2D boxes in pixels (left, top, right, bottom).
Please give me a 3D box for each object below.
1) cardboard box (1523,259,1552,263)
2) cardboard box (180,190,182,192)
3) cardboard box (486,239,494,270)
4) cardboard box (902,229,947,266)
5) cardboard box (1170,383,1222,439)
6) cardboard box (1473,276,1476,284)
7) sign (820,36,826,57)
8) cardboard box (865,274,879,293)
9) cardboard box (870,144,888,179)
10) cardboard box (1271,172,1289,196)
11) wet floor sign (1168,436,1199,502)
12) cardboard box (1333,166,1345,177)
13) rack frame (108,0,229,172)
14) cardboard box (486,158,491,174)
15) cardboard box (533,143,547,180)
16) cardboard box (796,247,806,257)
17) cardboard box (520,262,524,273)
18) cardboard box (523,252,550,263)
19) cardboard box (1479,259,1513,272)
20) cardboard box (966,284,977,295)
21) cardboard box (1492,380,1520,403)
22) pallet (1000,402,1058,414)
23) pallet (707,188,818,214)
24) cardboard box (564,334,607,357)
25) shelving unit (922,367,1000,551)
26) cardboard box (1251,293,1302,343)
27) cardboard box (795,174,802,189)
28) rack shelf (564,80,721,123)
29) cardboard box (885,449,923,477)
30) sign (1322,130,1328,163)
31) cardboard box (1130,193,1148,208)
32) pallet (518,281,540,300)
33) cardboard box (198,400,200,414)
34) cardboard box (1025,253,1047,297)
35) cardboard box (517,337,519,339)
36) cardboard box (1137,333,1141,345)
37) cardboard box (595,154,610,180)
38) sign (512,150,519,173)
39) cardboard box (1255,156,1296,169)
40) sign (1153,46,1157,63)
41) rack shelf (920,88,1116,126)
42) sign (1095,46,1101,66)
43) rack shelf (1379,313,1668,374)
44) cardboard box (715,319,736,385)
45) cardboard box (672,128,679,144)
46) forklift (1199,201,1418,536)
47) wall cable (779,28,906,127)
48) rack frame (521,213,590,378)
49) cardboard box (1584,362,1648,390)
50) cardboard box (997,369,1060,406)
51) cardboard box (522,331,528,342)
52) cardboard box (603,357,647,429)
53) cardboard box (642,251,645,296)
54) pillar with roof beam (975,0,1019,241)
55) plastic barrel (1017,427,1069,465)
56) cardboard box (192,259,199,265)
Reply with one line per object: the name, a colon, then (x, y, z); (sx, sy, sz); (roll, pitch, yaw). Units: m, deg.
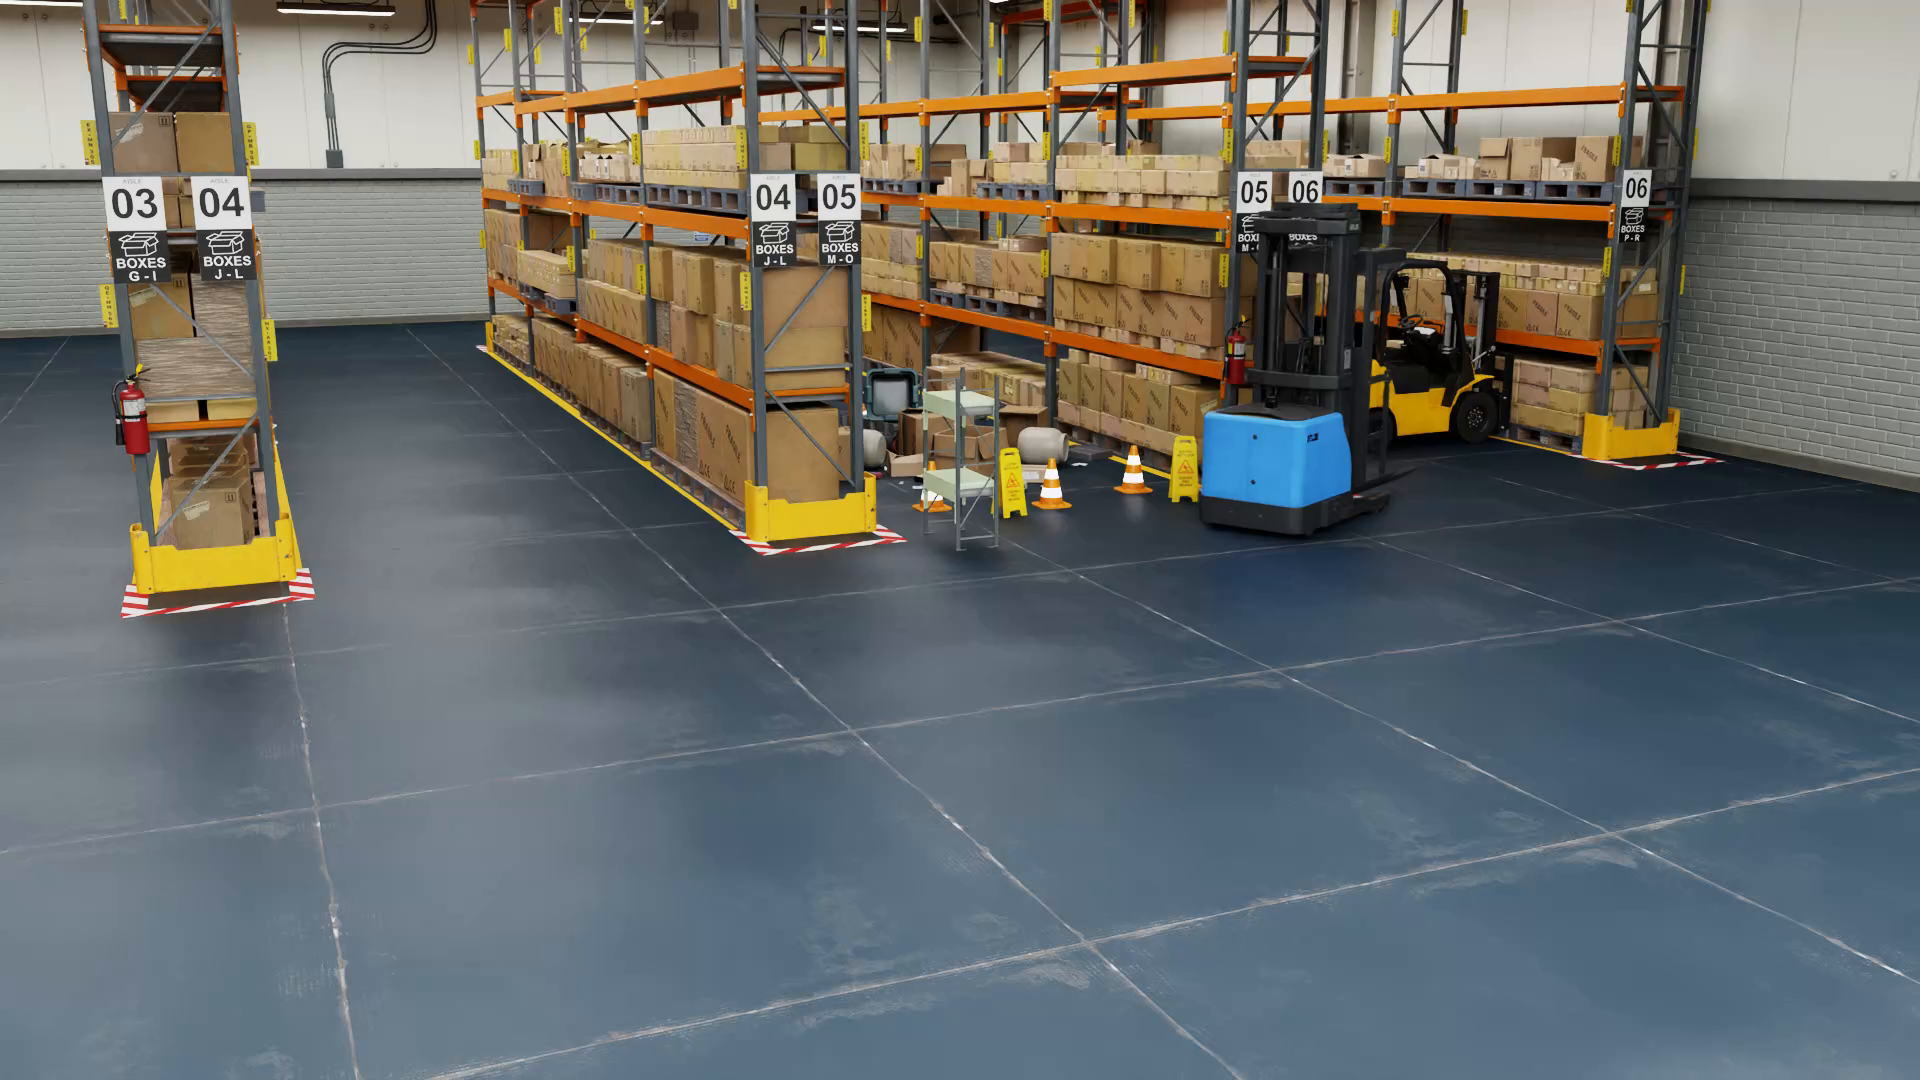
cardboard box: (7.150, -3.369, 20.455); (0.380, 0.149, 0.250); (-6, 14, -23)
cardboard box: (-6.977, -2.882, 14.352); (0.500, 0.250, 0.500); (-6, 14, -24)
cardboard box: (-7.842, -4.913, 28.565); (0.500, 0.500, 0.500); (-5, 14, -20)
cardboard box: (-0.516, -4.271, 24.234); (0.500, 0.500, 0.500); (-6, 14, -24)
cardboard box: (2.576, -1.372, 17.649); (0.500, 0.500, 0.500); (-6, 14, -23)
cardboard box: (6.568, -3.229, 20.509); (0.380, 0.149, 0.250); (-6, 14, -24)
sign: (-2.190, -7.889, 26.575); (0.100, 0.325, 0.005); (-6, 14, -23)
cardboard box: (-1.146, -3.973, 25.716); (0.500, 0.250, 0.500); (-6, 14, -24)
cardboard box: (-1.041, -5.705, 25.062); (0.500, 0.500, 0.500); (-5, 14, -22)
cardboard box: (3.178, -3.661, 17.055); (0.500, 0.250, 0.500); (-6, 14, -24)
wet floor sign: (2.231, -0.717, 16.536); (0.267, 0.644, 0.232); (-1, 13, -4)
cardboard box: (5.361, -5.067, 22.863); (0.380, 0.149, 0.250); (-6, 14, -23)
rack frame: (-7.547, -4.854, 15.884); (1.000, 3.000, 0.127); (-6, 14, -23)
cardboard box: (-7.621, -6.247, 27.782); (0.500, 0.250, 0.500); (-6, 14, -24)
cardboard box: (-5.668, -5.396, 23.720); (0.797, 0.503, 0.637); (-6, 14, -24)
cardboard box: (-2.517, -4.809, 28.773); (0.500, 0.500, 0.500); (-6, 14, -24)
cardboard box: (-6.324, -4.062, 24.733); (0.380, 0.149, 0.250); (-6, 14, -24)
cardboard box: (-6.212, -4.150, 24.454); (0.380, 0.149, 0.250); (-5, 14, -22)
cardboard box: (6.641, -3.383, 20.516); (0.380, 0.149, 0.250); (-6, 14, -23)
cardboard box: (0.300, -3.427, 22.651); (0.380, 0.149, 0.250); (-5, 14, -20)
cardboard box: (6.784, -1.839, 20.221); (0.500, 0.250, 0.500); (-6, 14, -24)
pallet: (1.220, -1.628, 21.437); (1.003, 0.211, 1.213); (-6, 14, -23)
pallet: (-1.666, -3.102, 15.165); (1.003, 0.211, 1.213); (-6, 14, -23)
cardboard box: (-5.078, -2.654, 22.635); (0.500, 0.250, 0.500); (-6, 14, -24)
shelving unit: (0.003, -0.729, 14.695); (0.431, 1.500, 0.755); (-6, 14, -23)
cardboard box: (3.200, -2.316, 17.344); (0.500, 0.500, 0.500); (-6, 14, -24)
cardboard box: (-1.306, -3.276, 15.125); (0.380, 0.149, 0.250); (-5, 14, -22)
rack shelf: (-3.763, -5.149, 19.641); (1.077, 0.370, 4.000); (-6, 14, -23)
cardboard box: (-0.586, -0.837, 17.899); (0.396, 0.266, 0.258); (-3, 13, -13)
sign: (3.633, -3.936, 16.632); (0.100, 0.325, 0.005); (-6, 14, -23)
cardboard box: (2.080, -3.700, 18.110); (0.380, 0.149, 0.250); (-6, 14, -24)
pallet: (-5.993, -3.746, 24.830); (1.003, 0.211, 1.213); (-6, 14, -23)
cardboard box: (-6.347, -1.074, 13.415); (0.380, 0.149, 0.250); (-6, 14, -23)
cardboard box: (1.138, -3.299, 20.659); (0.500, 0.500, 0.500); (-6, 14, -24)
cardboard box: (-6.958, -3.228, 26.896); (0.380, 0.149, 0.250); (-5, 14, -22)
cardboard box: (2.195, -2.253, 18.508); (0.380, 0.149, 0.250); (-6, 14, -23)
cardboard box: (-4.069, -4.477, 19.952); (0.500, 0.311, 0.500); (-6, 14, -24)
sign: (-6.660, -5.674, 24.932); (0.100, 0.325, 0.005); (-6, 14, -23)
cardboard box: (3.180, -3.819, 16.854); (0.380, 0.149, 0.250); (-6, 14, -23)
sign: (3.381, -8.434, 28.932); (0.100, 0.325, 0.005); (-6, 14, -23)
rack shelf: (0.732, -5.617, 21.663); (1.077, 0.370, 4.000); (-6, 14, -23)
sign: (2.371, -8.299, 28.524); (0.100, 0.325, 0.005); (-6, 14, -23)
rack shelf: (6.881, -2.511, 20.664); (1.077, 0.370, 4.000); (-6, 14, -23)
cardboard box: (-1.790, -1.789, 15.614); (0.875, 0.550, 0.550); (-6, 14, -23)
cardboard box: (-2.616, -3.970, 16.354); (0.380, 0.149, 0.250); (-6, 14, -23)
forklift: (3.516, -1.738, 15.877); (1.130, 2.935, 3.031); (10, 16, 37)
wall cable: (-2.553, -9.707, 36.772); (2.988, 3.039, 0.133); (-6, 14, -23)
rack frame: (-6.166, -4.011, 25.547); (1.000, 3.000, 0.127); (-6, 14, -23)
cardboard box: (7.663, -1.917, 19.451); (0.500, 0.250, 0.500); (-6, 14, -24)
cardboard box: (1.030, -2.007, 21.785); (0.950, 0.372, 0.625); (-5, 14, -19)
cardboard box: (-6.686, -3.216, 26.183); (0.380, 0.149, 0.250); (-5, 14, -22)
cardboard box: (-3.676, -1.786, 19.994); (1.050, 0.750, 0.750); (-6, 14, -23)
cardboard box: (-3.166, -2.996, 18.723); (0.700, 0.500, 0.500); (-6, 14, -24)
pillar with roof beam: (-2.926, -8.927, 33.483); (9.100, 9.000, 0.548); (-6, 14, -23)
plastic barrel: (0.921, -1.034, 18.401); (0.512, 0.421, 0.421); (4, 14, 16)
cardboard box: (-6.516, -2.233, 14.768); (0.500, 0.500, 0.500); (-6, 14, -23)
